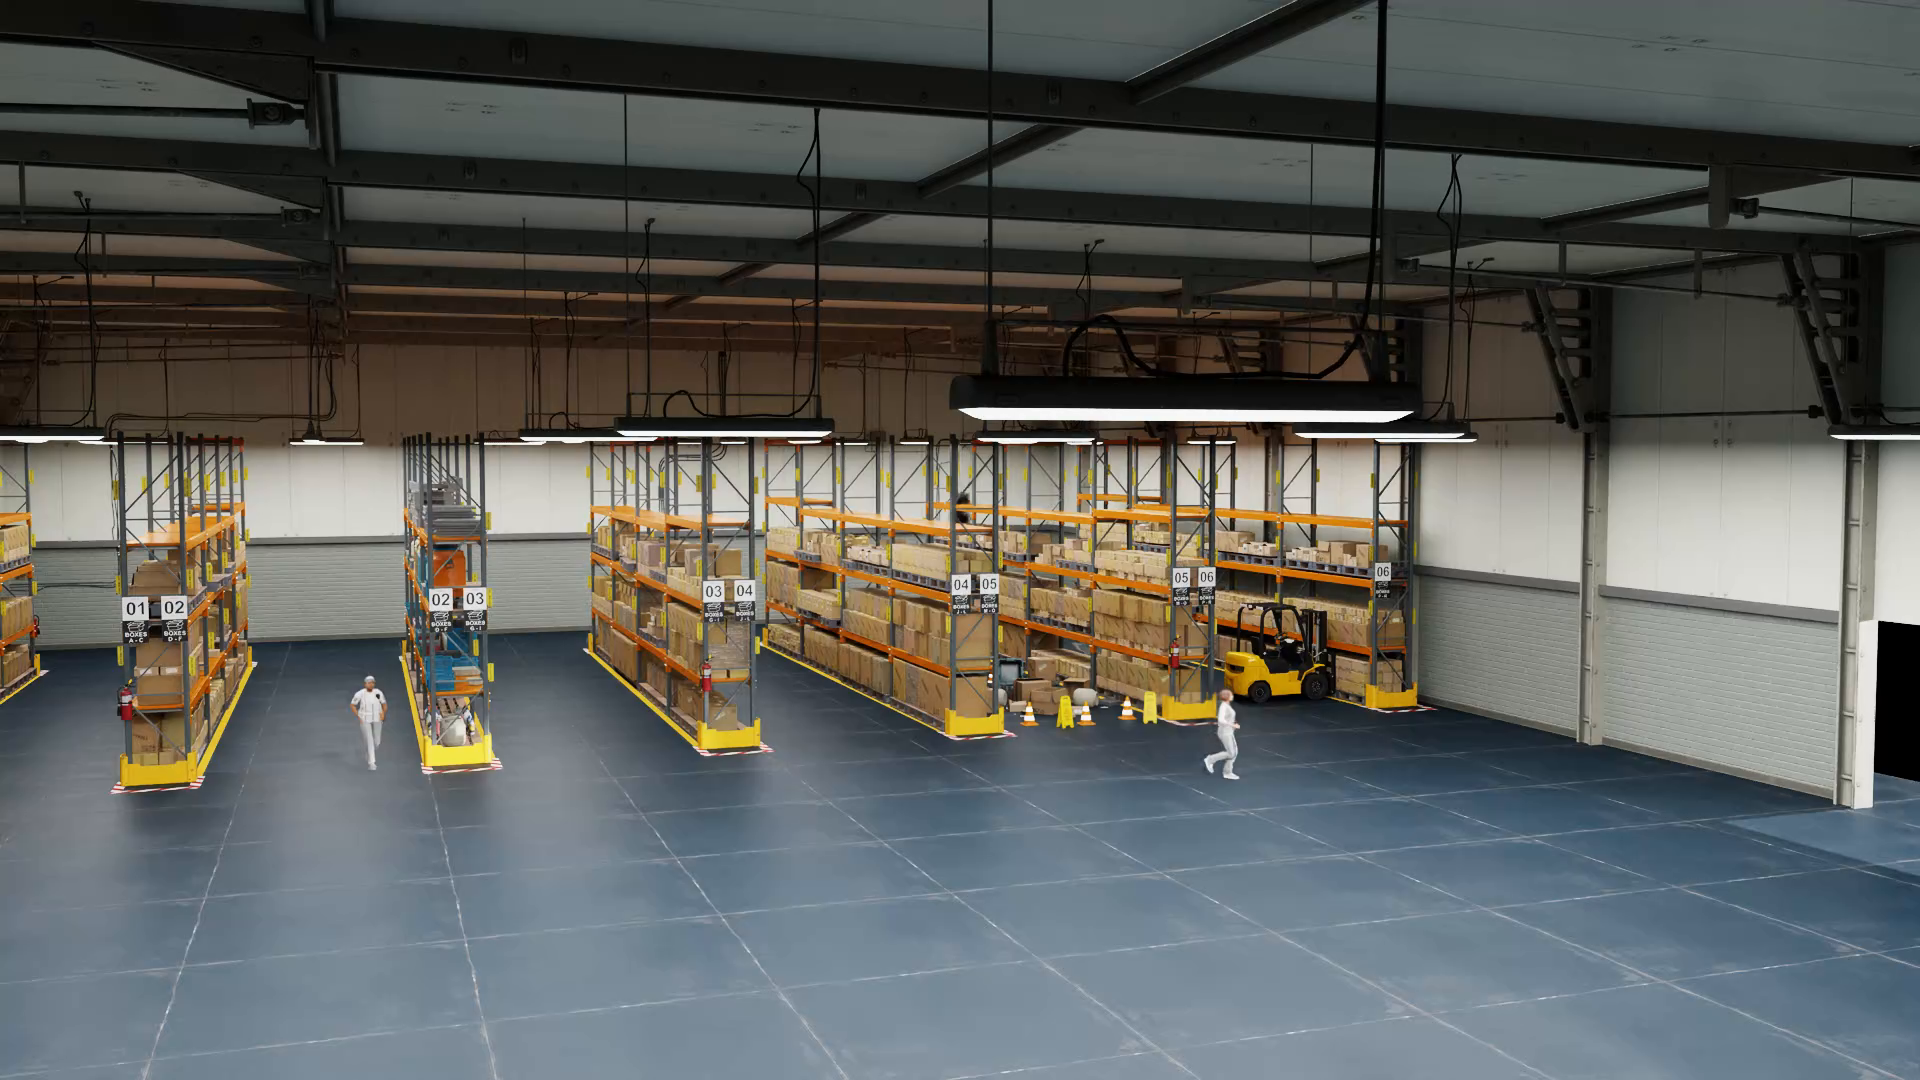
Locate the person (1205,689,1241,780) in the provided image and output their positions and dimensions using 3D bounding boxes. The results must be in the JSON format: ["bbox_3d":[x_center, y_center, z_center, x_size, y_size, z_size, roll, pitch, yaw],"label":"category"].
[{"bbox_3d":[4.551,3.351,28.728,0.625,1.555,0.542,1,3,15],"label":"person"}]

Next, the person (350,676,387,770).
[{"bbox_3d":[-10.611,3.259,29.868,0.621,1.656,0.760,-2,4,-36],"label":"person"}]

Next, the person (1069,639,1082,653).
[{"bbox_3d":[3.184,2.395,44.500,0.686,1.722,0.589,-1,3,-16],"label":"person"}]
